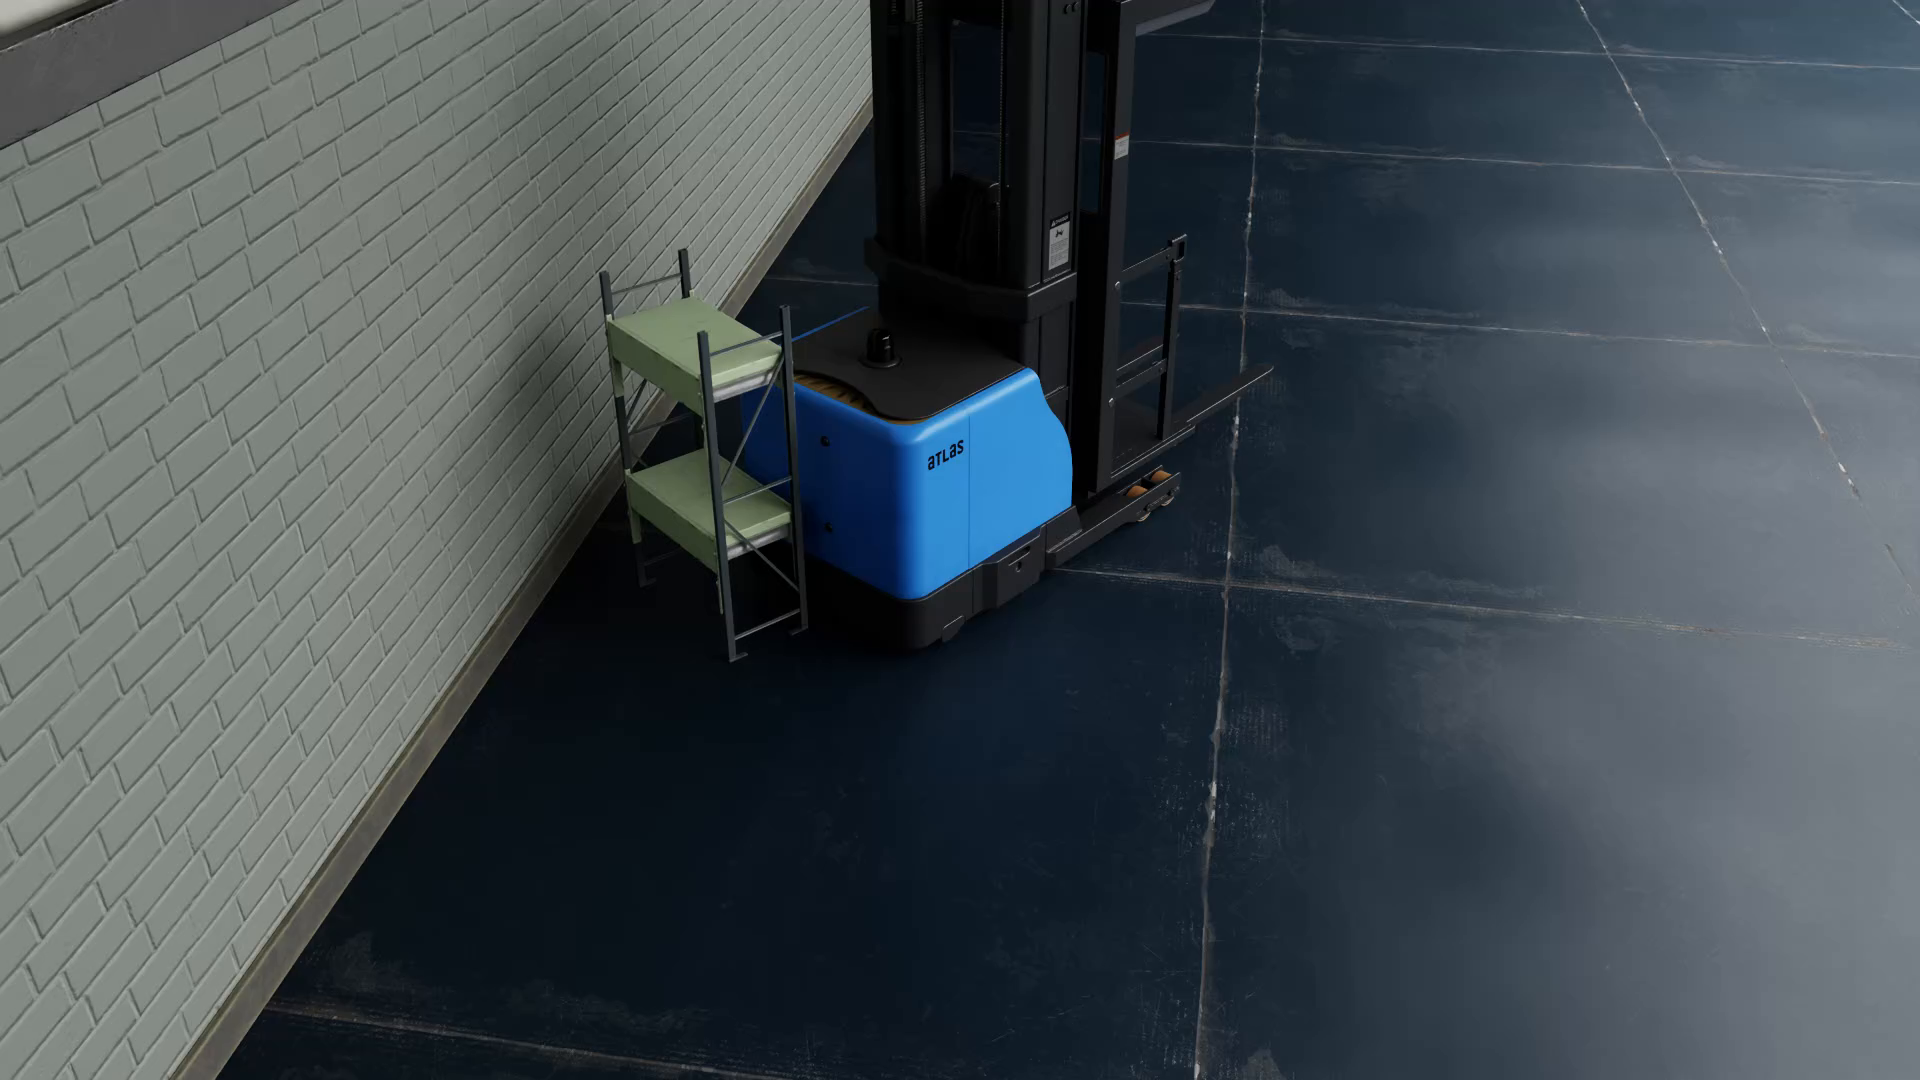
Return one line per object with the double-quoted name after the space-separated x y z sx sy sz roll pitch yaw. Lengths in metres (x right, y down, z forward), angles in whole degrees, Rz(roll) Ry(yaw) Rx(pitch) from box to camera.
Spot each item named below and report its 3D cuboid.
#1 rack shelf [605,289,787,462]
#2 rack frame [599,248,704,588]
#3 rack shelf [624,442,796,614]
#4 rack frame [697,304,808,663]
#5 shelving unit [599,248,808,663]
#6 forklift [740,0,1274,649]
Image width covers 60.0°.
-1.046 -0.675 6.679 0.431 0.370 0.720 -24 39 -33 "rack shelf"
-1.279 -0.494 7.125 0.400 1.500 0.023 -24 39 -33 "rack frame"
-1.046 -0.068 7.059 0.431 0.370 0.720 -24 39 -33 "rack shelf"
-0.812 -0.194 6.647 0.400 1.500 0.023 -24 39 -33 "rack frame"
-1.046 -0.344 6.886 0.431 1.500 0.755 -24 39 -33 "shelving unit"
0.412 -1.490 7.368 1.130 2.935 3.031 25 40 34 "forklift"
